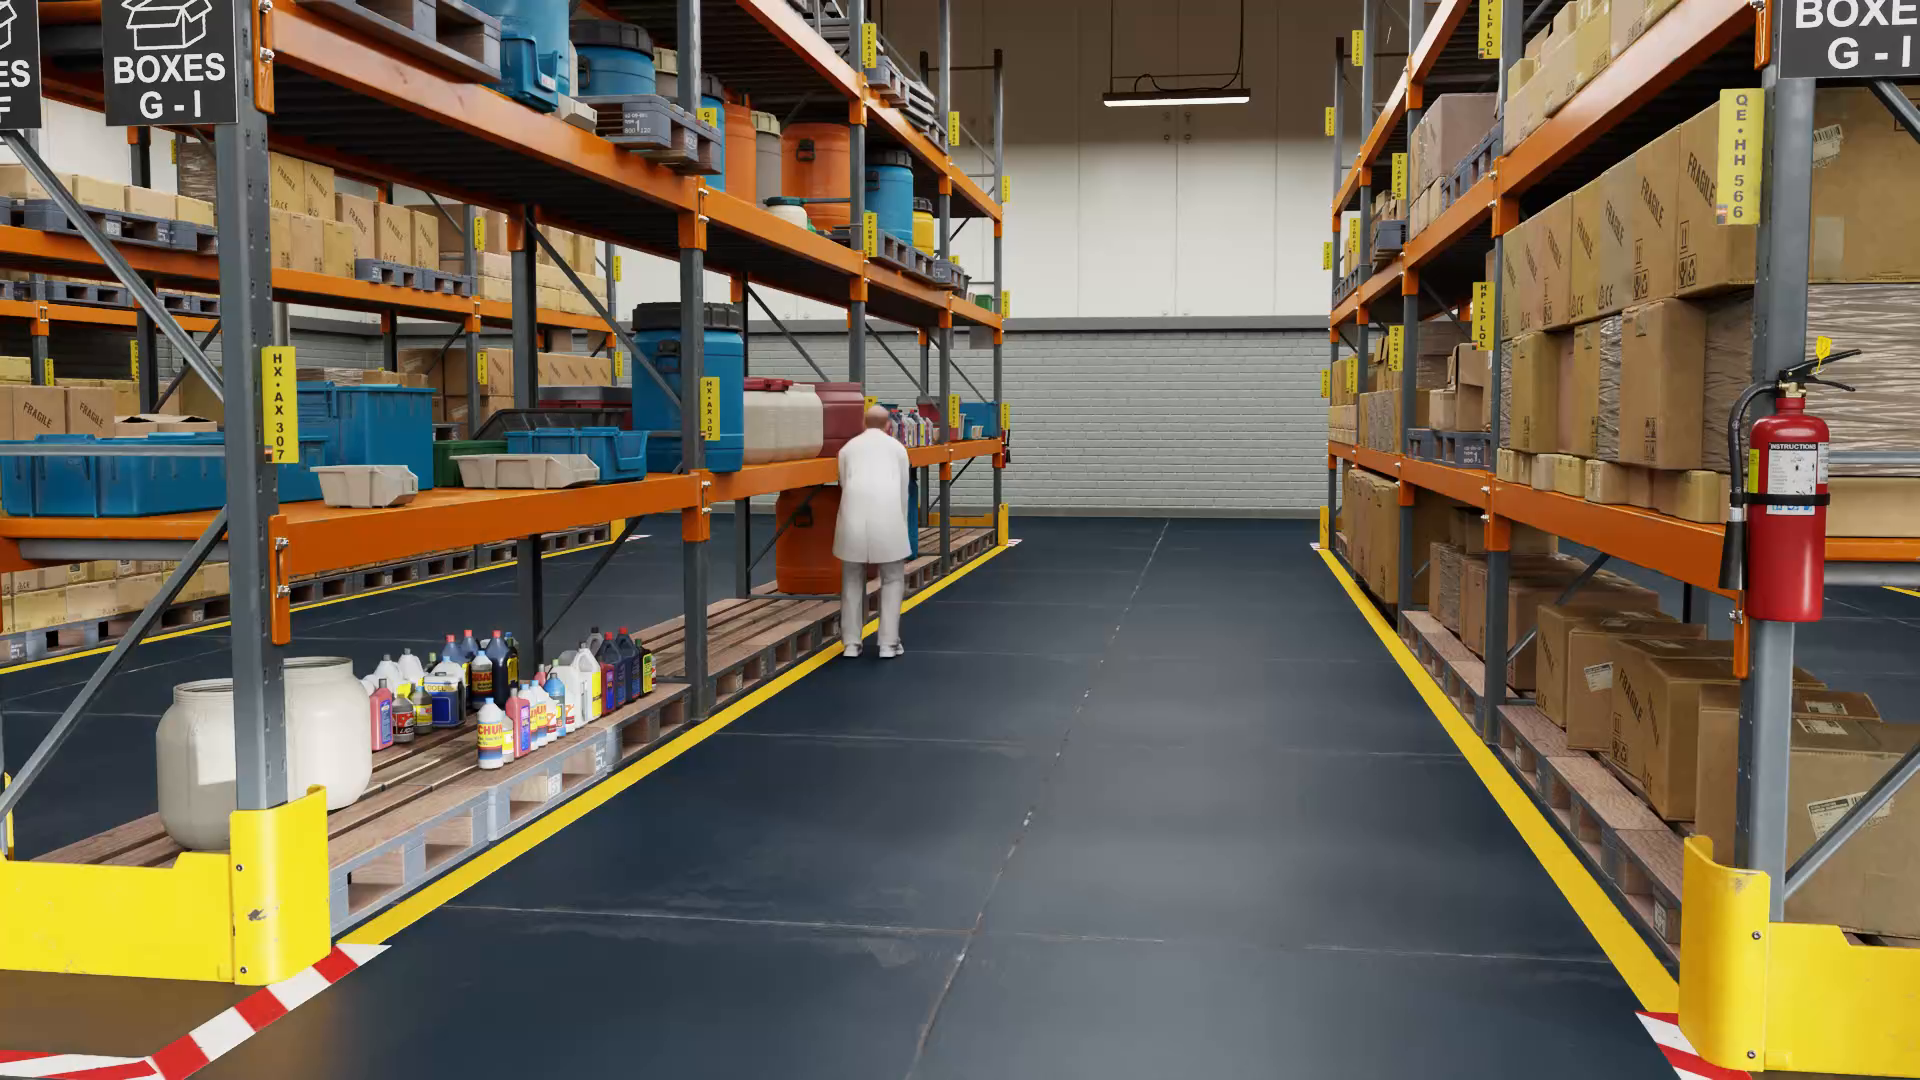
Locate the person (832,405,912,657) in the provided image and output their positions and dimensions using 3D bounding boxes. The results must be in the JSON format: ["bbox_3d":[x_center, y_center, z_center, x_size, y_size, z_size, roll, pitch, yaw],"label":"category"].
[{"bbox_3d":[-0.575,-0.068,11.170,0.540,1.679,0.631,1,4,8],"label":"person"}]
